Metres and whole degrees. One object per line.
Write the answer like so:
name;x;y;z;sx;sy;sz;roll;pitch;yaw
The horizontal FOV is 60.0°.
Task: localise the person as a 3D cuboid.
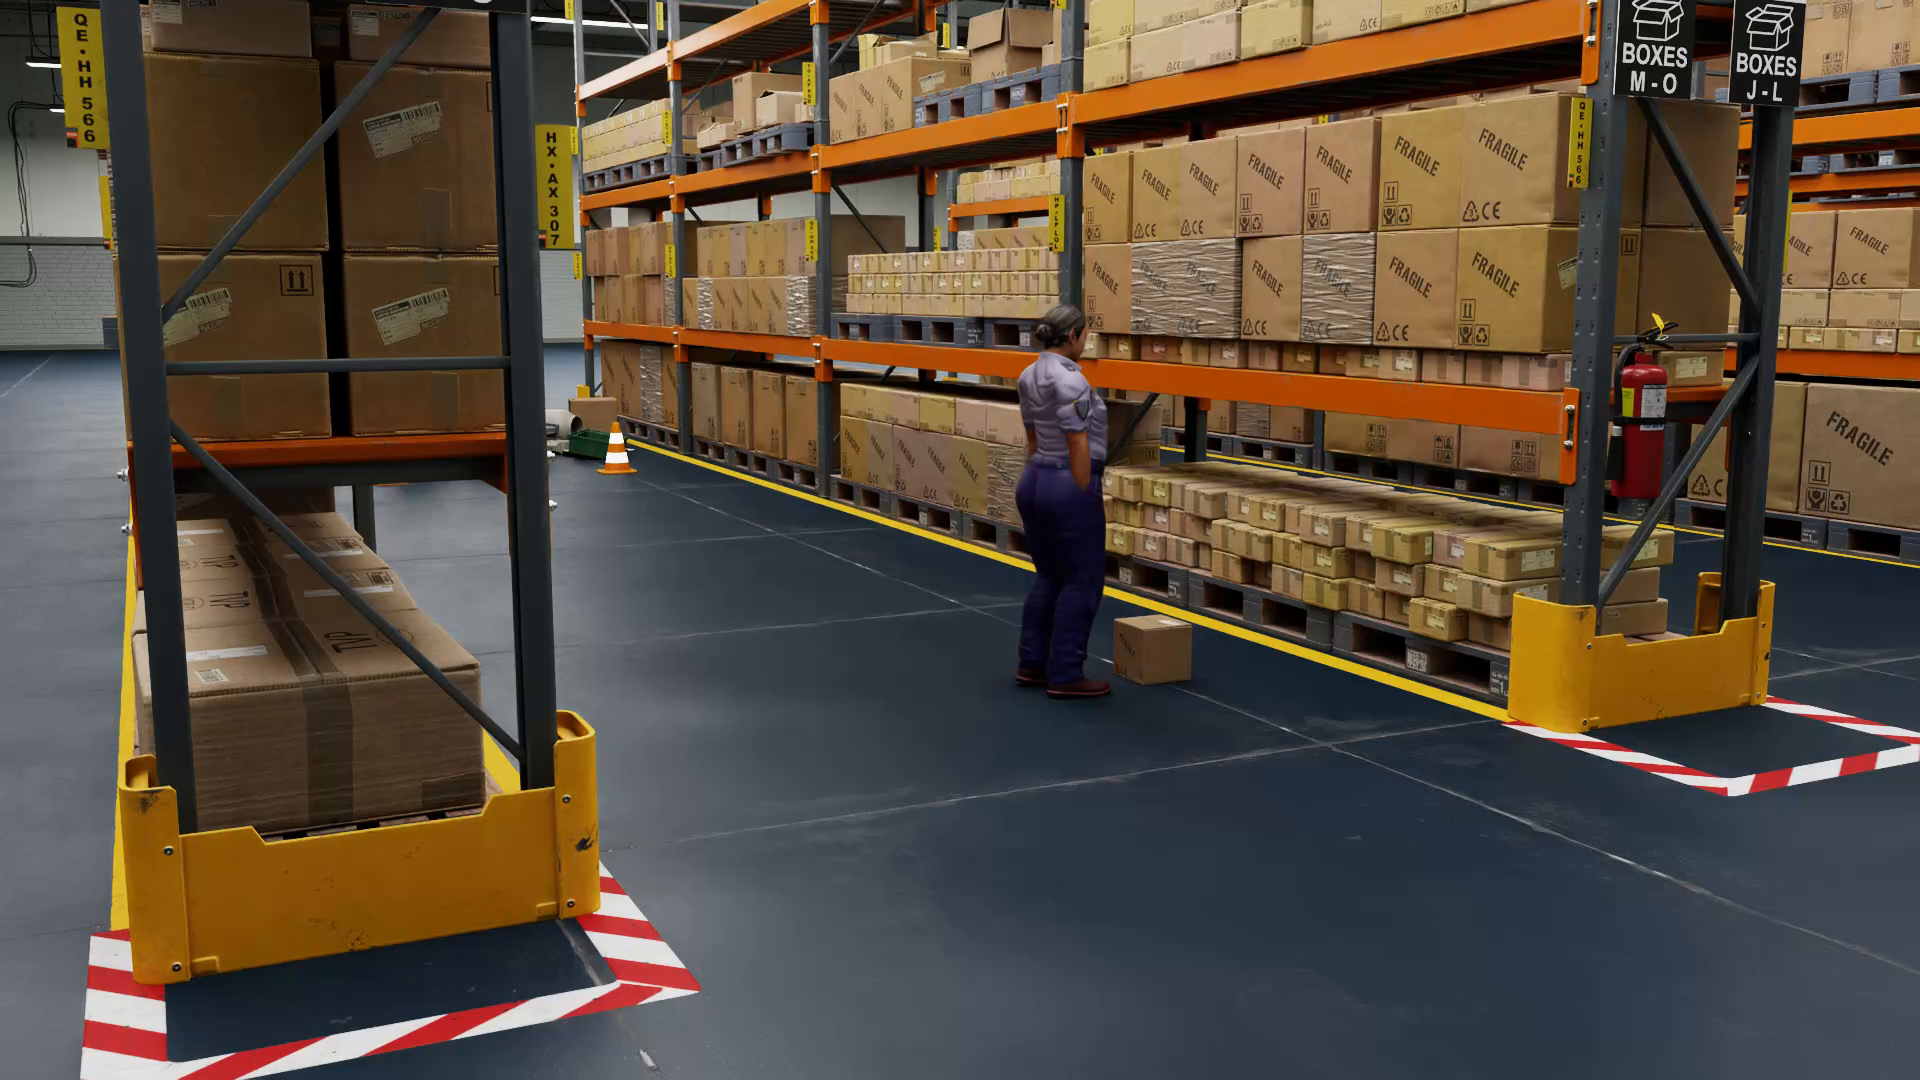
person;0.429;-0.168;7.059;0.340;1.649;0.472;-4;10;-25
